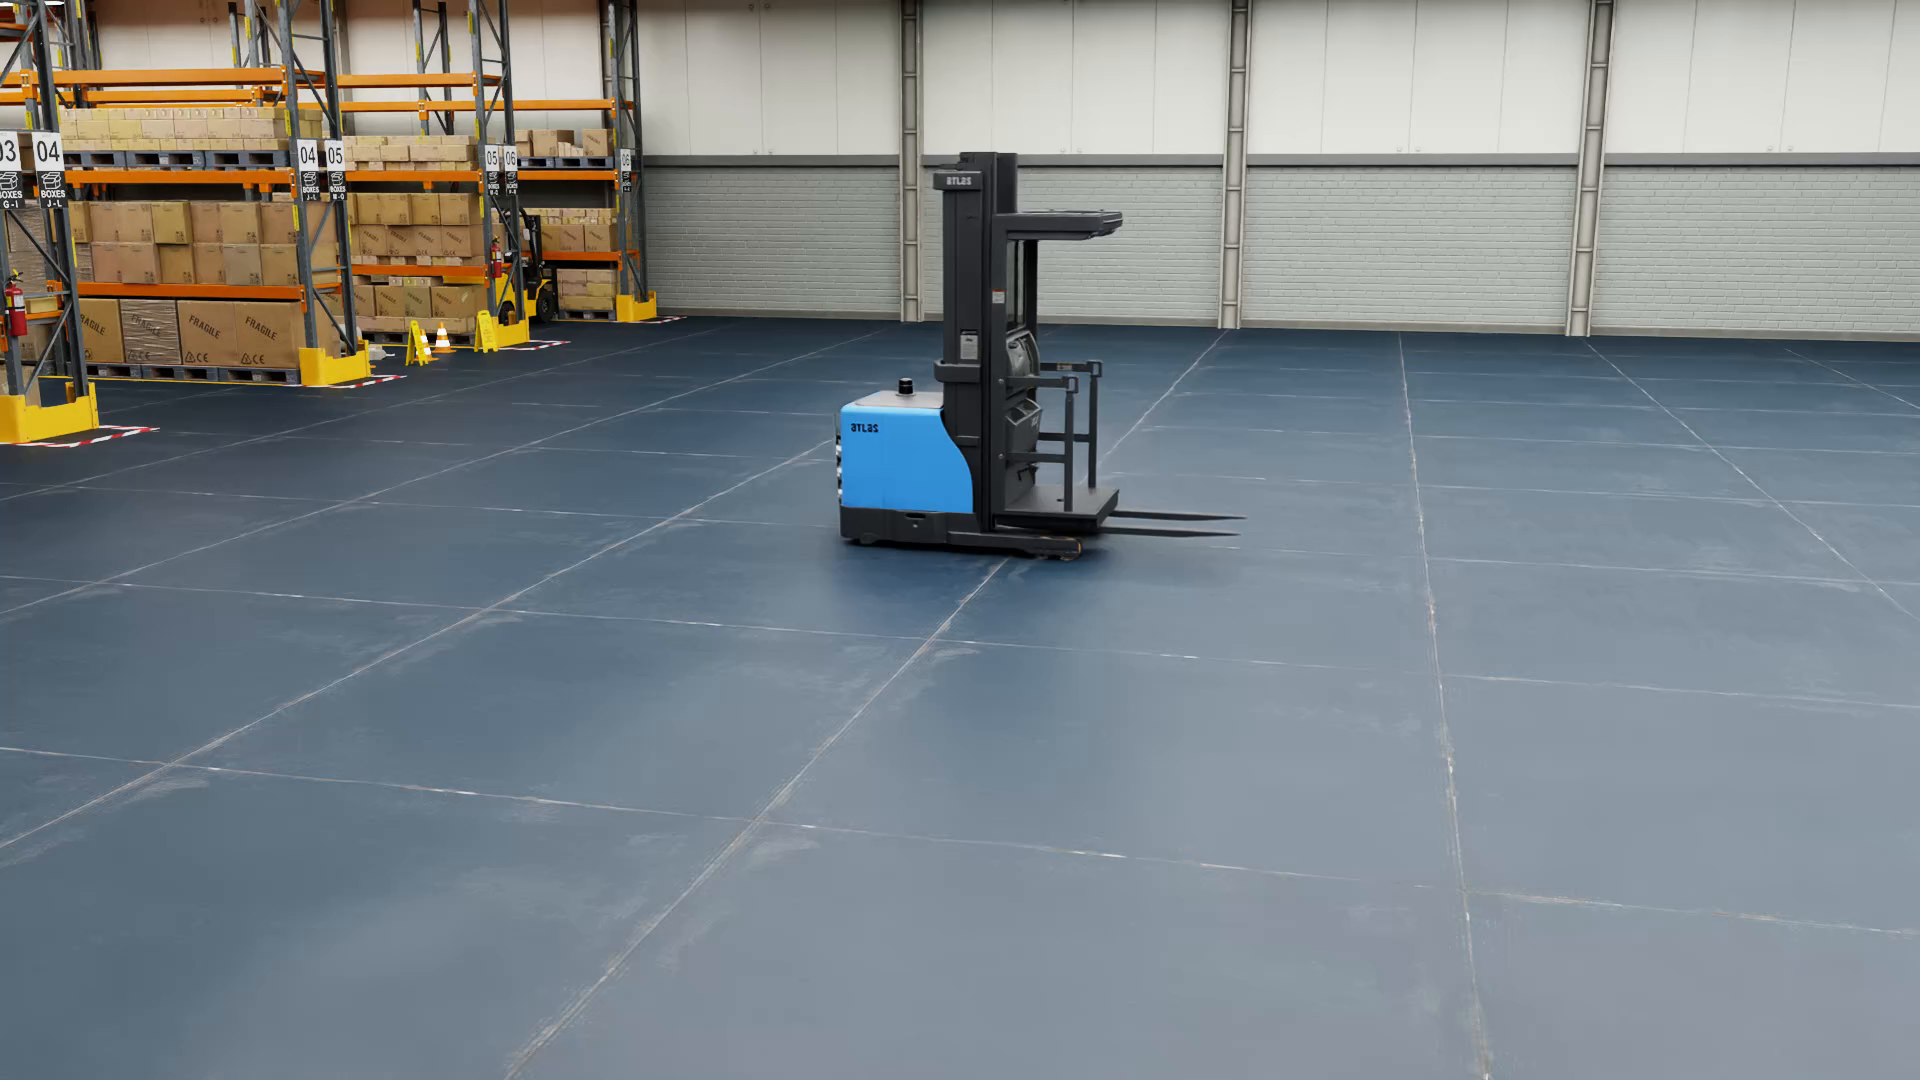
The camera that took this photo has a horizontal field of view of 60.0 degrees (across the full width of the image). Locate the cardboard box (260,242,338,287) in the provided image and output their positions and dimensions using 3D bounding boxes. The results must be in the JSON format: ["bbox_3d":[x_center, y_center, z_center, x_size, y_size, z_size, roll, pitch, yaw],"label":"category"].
[{"bbox_3d":[-8.914,-3.729,22.444,0.550,0.550,0.875,3,13,14],"label":"cardboard box"}]

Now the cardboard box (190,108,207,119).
[{"bbox_3d":[-9.936,-5.630,21.971,0.250,0.149,0.380,3,13,14],"label":"cardboard box"}]

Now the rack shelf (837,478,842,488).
[{"bbox_3d":[-0.840,-0.478,13.528,0.200,0.077,0.258,7,16,31],"label":"rack shelf"}]

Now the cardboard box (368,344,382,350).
[{"bbox_3d":[-9.210,-2.944,25.832,0.250,0.149,0.380,12,17,43],"label":"cardboard box"}]

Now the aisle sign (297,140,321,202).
[{"bbox_3d":[-8.545,-4.848,21.834,0.004,0.787,0.394,3,13,14],"label":"aisle sign"}]

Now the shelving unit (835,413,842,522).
[{"bbox_3d":[-0.843,-0.598,13.498,0.210,0.900,0.258,7,16,31],"label":"shelving unit"}]

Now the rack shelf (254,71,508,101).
[{"bbox_3d":[-9.396,-7.372,27.028,4.000,0.370,1.077,3,13,14],"label":"rack shelf"}]

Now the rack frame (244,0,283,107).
[{"bbox_3d":[-11.338,-7.829,27.417,0.127,3.000,1.000,3,13,14],"label":"rack frame"}]

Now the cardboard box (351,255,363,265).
[{"bbox_3d":[-9.869,-4.625,27.408,0.250,0.149,0.380,3,13,14],"label":"cardboard box"}]

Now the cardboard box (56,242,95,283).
[{"bbox_3d":[-12.065,-3.910,23.260,0.550,0.550,0.875,3,13,14],"label":"cardboard box"}]

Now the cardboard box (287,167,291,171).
[{"bbox_3d":[-10.854,-6.148,27.347,0.250,0.149,0.380,3,13,14],"label":"cardboard box"}]

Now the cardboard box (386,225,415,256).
[{"bbox_3d":[-9.017,-4.910,27.196,0.500,0.500,0.500,3,13,13],"label":"cardboard box"}]

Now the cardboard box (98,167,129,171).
[{"bbox_3d":[-14.304,-6.569,28.436,0.500,0.500,0.700,3,13,14],"label":"cardboard box"}]

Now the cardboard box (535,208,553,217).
[{"bbox_3d":[-7.930,-6.266,31.811,0.250,0.149,0.380,3,13,15],"label":"cardboard box"}]

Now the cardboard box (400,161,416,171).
[{"bbox_3d":[-8.850,-6.051,26.909,0.250,0.149,0.380,3,13,13],"label":"cardboard box"}]

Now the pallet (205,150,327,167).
[{"bbox_3d":[-9.265,-5.103,22.264,1.213,0.211,1.003,3,13,14],"label":"pallet"}]

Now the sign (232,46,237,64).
[{"bbox_3d":[-14.156,-9.460,32.432,0.005,0.325,0.100,3,13,14],"label":"sign"}]

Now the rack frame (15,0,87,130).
[{"bbox_3d":[-12.426,-6.782,22.702,0.127,3.000,1.000,3,13,14],"label":"rack frame"}]

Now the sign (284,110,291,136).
[{"bbox_3d":[-8.686,-5.391,21.493,0.005,0.325,0.100,3,13,14],"label":"sign"}]

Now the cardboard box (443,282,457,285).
[{"bbox_3d":[-8.703,-4.048,27.877,0.500,0.500,0.500,3,13,11],"label":"cardboard box"}]

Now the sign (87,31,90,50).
[{"bbox_3d":[-15.101,-8.645,28.760,0.005,0.325,0.100,3,13,14],"label":"sign"}]

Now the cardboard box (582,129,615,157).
[{"bbox_3d":[-6.757,-7.475,31.318,0.500,0.500,0.500,3,13,15],"label":"cardboard box"}]

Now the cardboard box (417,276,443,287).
[{"bbox_3d":[-8.667,-4.229,27.195,0.250,0.149,0.380,3,13,15],"label":"cardboard box"}]

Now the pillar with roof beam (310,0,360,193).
[{"bbox_3d":[-13.586,-8.297,29.527,0.548,9.000,9.100,3,13,14],"label":"pillar with roof beam"}]

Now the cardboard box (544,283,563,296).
[{"bbox_3d":[-7.807,-4.853,32.081,0.500,0.250,0.500,3,13,12],"label":"cardboard box"}]

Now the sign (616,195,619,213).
[{"bbox_3d":[-6.412,-6.304,31.175,0.005,0.325,0.100,3,13,14],"label":"sign"}]

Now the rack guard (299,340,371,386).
[{"bbox_3d":[-8.519,-2.424,22.681,0.348,0.500,1.175,3,13,14],"label":"rack guard"}]

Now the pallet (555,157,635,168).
[{"bbox_3d":[-6.949,-7.200,31.712,1.213,0.211,1.003,3,13,14],"label":"pallet"}]

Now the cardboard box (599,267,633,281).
[{"bbox_3d":[-6.690,-5.152,32.273,0.500,0.250,0.500,3,13,13],"label":"cardboard box"}]

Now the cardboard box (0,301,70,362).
[{"bbox_3d":[-13.050,-2.974,23.610,0.750,0.750,1.050,3,13,13],"label":"cardboard box"}]

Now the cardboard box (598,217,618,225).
[{"bbox_3d":[-6.673,-6.061,31.571,0.250,0.149,0.380,3,13,14],"label":"cardboard box"}]

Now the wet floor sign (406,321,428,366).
[{"bbox_3d":[-8.040,-2.911,24.541,0.232,0.644,0.267,1,13,4],"label":"wet floor sign"}]

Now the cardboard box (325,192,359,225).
[{"bbox_3d":[-9.991,-5.451,27.324,0.500,0.500,0.700,3,13,12],"label":"cardboard box"}]

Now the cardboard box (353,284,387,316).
[{"bbox_3d":[-9.804,-3.989,27.607,0.500,0.500,0.500,4,13,16],"label":"cardboard box"}]

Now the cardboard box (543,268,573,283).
[{"bbox_3d":[-7.780,-5.095,32.016,0.500,0.250,0.500,3,13,14],"label":"cardboard box"}]

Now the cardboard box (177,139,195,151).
[{"bbox_3d":[-10.180,-5.254,22.116,0.250,0.149,0.380,3,13,14],"label":"cardboard box"}]

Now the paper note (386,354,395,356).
[{"bbox_3d":[-8.849,-2.873,25.787,0.142,0.019,0.148,-1,13,-6],"label":"paper note"}]

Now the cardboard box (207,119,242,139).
[{"bbox_3d":[-9.570,-5.429,21.986,0.500,0.250,0.500,3,13,14],"label":"cardboard box"}]

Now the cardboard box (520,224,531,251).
[{"bbox_3d":[-8.299,-5.834,32.049,0.500,0.500,0.500,3,13,14],"label":"cardboard box"}]

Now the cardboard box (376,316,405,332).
[{"bbox_3d":[-9.314,-3.595,27.564,0.500,0.250,0.500,3,13,12],"label":"cardboard box"}]

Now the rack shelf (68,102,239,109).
[{"bbox_3d":[-15.978,-8.637,33.648,4.000,0.370,1.077,3,13,14],"label":"rack shelf"}]

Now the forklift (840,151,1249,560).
[{"bbox_3d":[0.660,-1.408,12.486,3.031,2.935,1.130,3,13,14],"label":"forklift"}]

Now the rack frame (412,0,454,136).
[{"bbox_3d":[-10.152,-8.873,32.123,0.127,3.000,1.000,3,13,14],"label":"rack frame"}]

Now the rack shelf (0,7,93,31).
[{"bbox_3d":[-19.861,-10.663,34.180,4.000,0.370,1.077,3,13,14],"label":"rack shelf"}]

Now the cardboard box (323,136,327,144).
[{"bbox_3d":[-10.348,-6.504,27.110,0.250,0.149,0.380,3,13,13],"label":"cardboard box"}]

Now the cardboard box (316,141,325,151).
[{"bbox_3d":[-8.798,-5.327,22.446,0.250,0.149,0.380,3,13,14],"label":"cardboard box"}]

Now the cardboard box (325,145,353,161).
[{"bbox_3d":[-9.990,-6.302,27.122,0.500,0.250,0.500,3,13,14],"label":"cardboard box"}]

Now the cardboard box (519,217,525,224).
[{"bbox_3d":[-8.409,-6.153,31.987,0.250,0.149,0.380,3,13,12],"label":"cardboard box"}]

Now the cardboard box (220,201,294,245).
[{"bbox_3d":[-9.449,-4.283,22.448,0.550,0.550,0.875,3,13,14],"label":"cardboard box"}]

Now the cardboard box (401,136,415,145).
[{"bbox_3d":[-8.817,-6.448,26.858,0.250,0.149,0.380,3,13,14],"label":"cardboard box"}]

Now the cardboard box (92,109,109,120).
[{"bbox_3d":[-11.414,-5.709,22.327,0.250,0.149,0.380,3,13,13],"label":"cardboard box"}]

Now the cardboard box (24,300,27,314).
[{"bbox_3d":[-10.155,-2.457,17.637,0.250,0.149,0.380,3,13,14],"label":"cardboard box"}]

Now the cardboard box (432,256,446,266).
[{"bbox_3d":[-8.385,-4.552,27.078,0.250,0.149,0.380,3,13,13],"label":"cardboard box"}]

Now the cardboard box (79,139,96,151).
[{"bbox_3d":[-11.660,-5.332,22.472,0.250,0.149,0.380,3,13,13],"label":"cardboard box"}]

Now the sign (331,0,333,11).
[{"bbox_3d":[-8.403,-7.224,22.173,0.005,0.325,0.100,3,13,14],"label":"sign"}]

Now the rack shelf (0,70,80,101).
[{"bbox_3d":[-14.368,-6.340,23.291,4.000,0.370,1.077,3,13,14],"label":"rack shelf"}]
